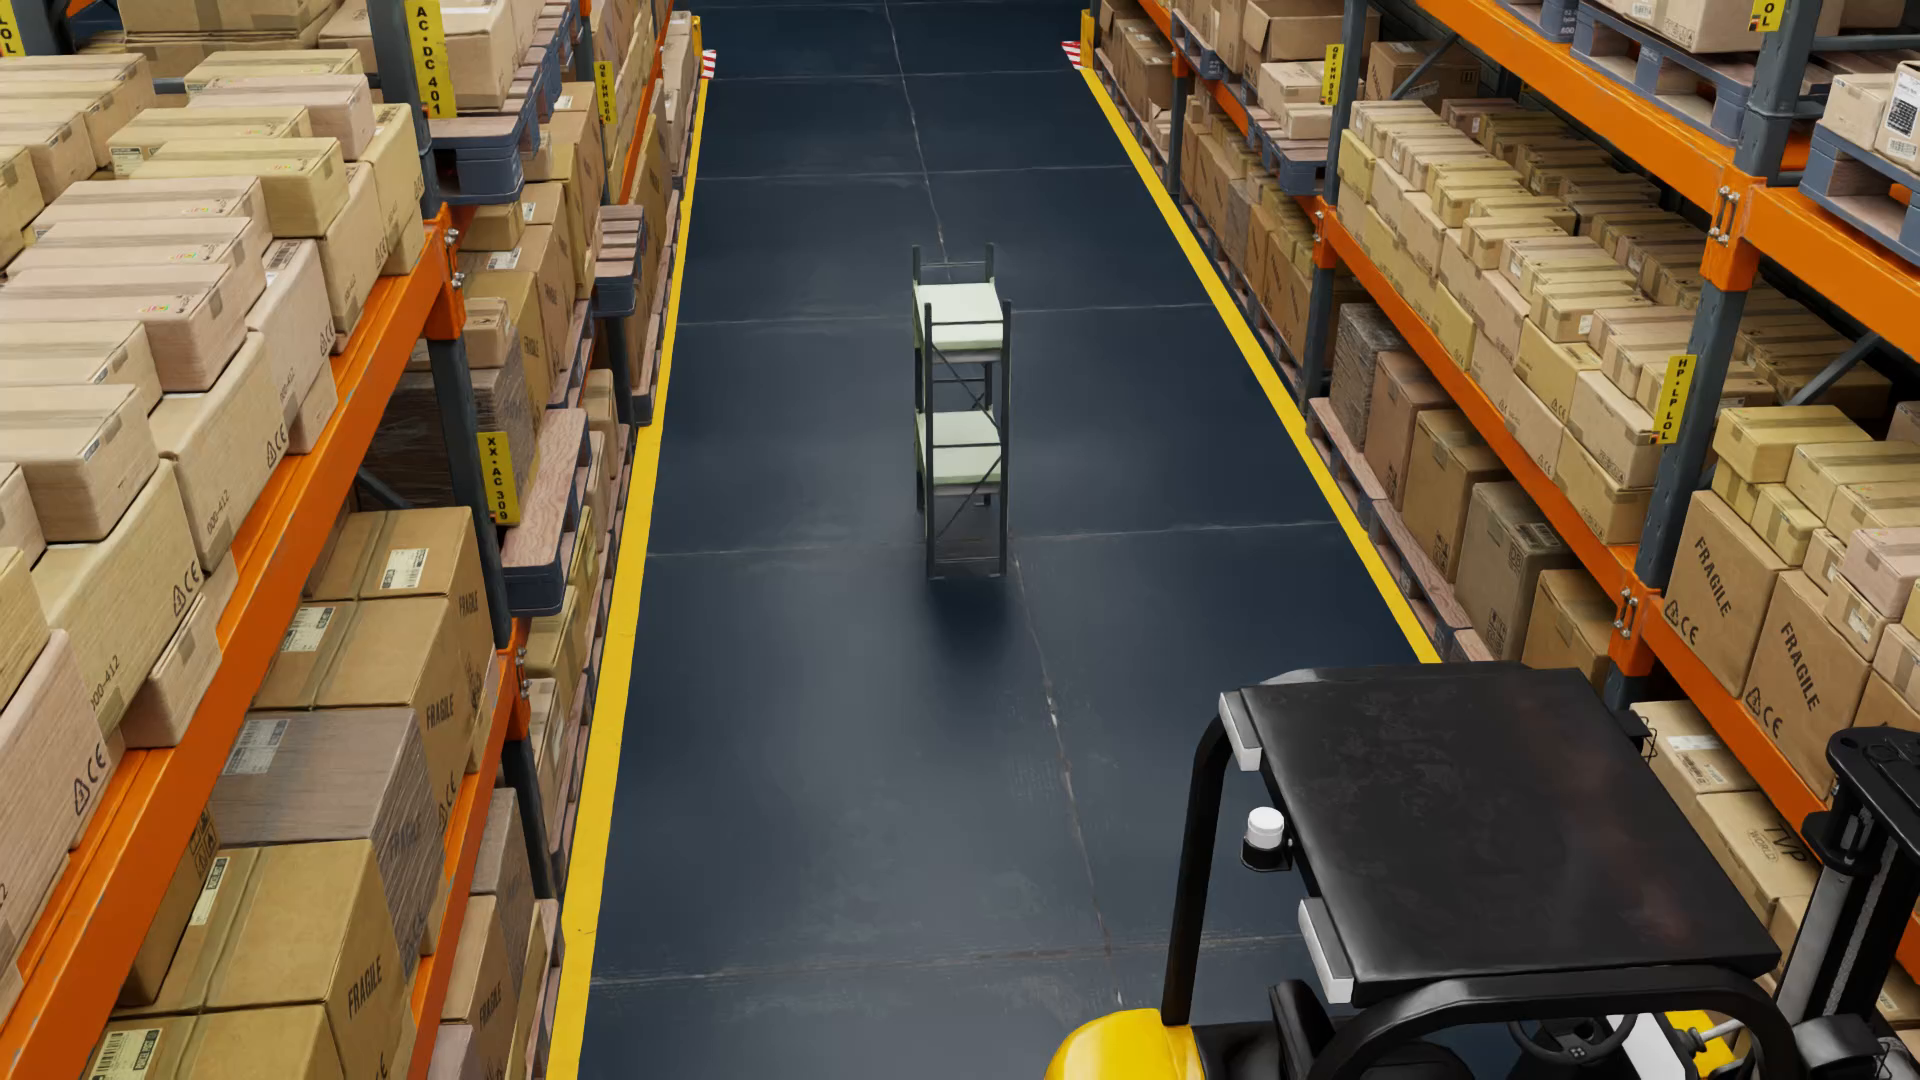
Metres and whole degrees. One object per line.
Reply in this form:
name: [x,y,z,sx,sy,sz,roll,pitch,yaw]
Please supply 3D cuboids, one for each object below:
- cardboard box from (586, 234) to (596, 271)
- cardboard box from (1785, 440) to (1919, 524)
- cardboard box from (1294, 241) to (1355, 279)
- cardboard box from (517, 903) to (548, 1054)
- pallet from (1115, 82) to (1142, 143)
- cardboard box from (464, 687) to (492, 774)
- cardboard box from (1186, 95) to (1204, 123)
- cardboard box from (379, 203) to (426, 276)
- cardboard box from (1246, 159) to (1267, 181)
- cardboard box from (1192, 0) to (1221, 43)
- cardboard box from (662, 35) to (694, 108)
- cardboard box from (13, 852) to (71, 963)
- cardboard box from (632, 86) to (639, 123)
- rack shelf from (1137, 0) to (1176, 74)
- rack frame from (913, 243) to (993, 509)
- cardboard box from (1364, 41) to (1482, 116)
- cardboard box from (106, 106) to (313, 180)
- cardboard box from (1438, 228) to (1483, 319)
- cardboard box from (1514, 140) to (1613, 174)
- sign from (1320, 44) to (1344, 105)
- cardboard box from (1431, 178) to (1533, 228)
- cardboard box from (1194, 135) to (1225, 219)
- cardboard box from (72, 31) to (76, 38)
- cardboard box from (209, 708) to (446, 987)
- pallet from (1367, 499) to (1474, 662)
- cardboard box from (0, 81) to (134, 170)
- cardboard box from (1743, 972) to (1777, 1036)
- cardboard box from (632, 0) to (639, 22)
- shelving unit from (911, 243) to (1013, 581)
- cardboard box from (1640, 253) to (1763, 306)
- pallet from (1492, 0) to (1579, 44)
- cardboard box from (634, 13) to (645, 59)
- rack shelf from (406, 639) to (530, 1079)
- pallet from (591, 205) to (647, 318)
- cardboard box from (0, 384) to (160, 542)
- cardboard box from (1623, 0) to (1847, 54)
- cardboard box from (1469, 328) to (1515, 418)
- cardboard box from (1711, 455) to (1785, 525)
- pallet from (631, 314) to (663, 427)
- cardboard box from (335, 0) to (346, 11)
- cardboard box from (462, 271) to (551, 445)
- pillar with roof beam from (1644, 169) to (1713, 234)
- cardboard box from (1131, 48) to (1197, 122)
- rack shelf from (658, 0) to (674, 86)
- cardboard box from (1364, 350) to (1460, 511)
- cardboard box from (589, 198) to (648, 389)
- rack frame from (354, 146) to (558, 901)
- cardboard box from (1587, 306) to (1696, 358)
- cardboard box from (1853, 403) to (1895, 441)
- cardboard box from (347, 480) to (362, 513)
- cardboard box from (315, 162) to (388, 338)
cardboard box: [-1.944,-1.366,7.948,0.380,0.149,0.250,-4,31,-7]
cardboard box: [2.792,-0.180,5.106,0.380,0.149,0.250,-2,31,-4]
cardboard box: [2.253,-1.704,10.073,0.380,0.149,0.250,-4,31,-7]
cardboard box: [-1.694,1.493,5.598,0.500,0.250,0.500,-1,31,-2]
pallet: [1.997,-3.898,15.071,1.003,0.211,1.213,-3,31,-5]
cardboard box: [-1.653,0.588,5.086,0.380,0.149,0.250,-2,31,-3]
cardboard box: [1.946,-3.310,12.762,0.380,0.149,0.250,-1,31,-2]
cardboard box: [-1.683,-0.830,4.534,0.380,0.149,0.250,-3,31,-4]
cardboard box: [2.185,-2.510,11.423,0.380,0.149,0.250,-3,31,-4]
cardboard box: [2.049,-3.822,11.716,0.700,0.500,0.500,-2,31,-4]
cardboard box: [-2.882,-4.204,14.953,0.875,0.438,0.875,-2,31,-3]
cardboard box: [-1.502,0.489,2.326,0.380,0.149,0.250,-3,31,-5]
cardboard box: [-2.344,-2.817,10.688,0.500,0.250,0.500,-3,31,-5]
rack shelf: [1.991,-4.833,14.617,1.077,0.370,4.000,-3,31,-5]
rack frame: [-0.034,-0.827,8.673,0.400,1.500,0.023,-3,31,-5]
cardboard box: [2.659,-2.572,9.624,0.500,0.500,0.500,-1,31,-2]
cardboard box: [-1.734,-0.901,3.876,0.380,0.149,0.250,-2,31,-3]
cardboard box: [2.499,-1.207,7.504,0.500,0.250,0.500,-2,31,-4]
cardboard box: [2.975,-1.858,8.205,0.380,0.149,0.250,-3,31,-6]
sign: [2.012,-2.511,8.976,0.100,0.325,0.005,-3,31,-5]
cardboard box: [2.419,-1.564,7.714,0.380,0.149,0.250,-2,31,-4]
cardboard box: [2.058,-2.699,12.371,0.500,0.500,0.500,-3,31,-5]
cardboard box: [-8.346,-4.562,15.253,0.380,0.149,0.250,-4,31,-7]
cardboard box: [-1.619,0.775,4.140,0.500,0.500,0.500,-2,31,-3]
pallet: [2.700,0.162,8.272,1.003,0.211,1.213,-3,31,-5]
cardboard box: [-2.259,-1.011,4.059,0.380,0.149,0.250,-2,31,-3]
cardboard box: [2.748,1.525,5.055,0.500,0.250,0.500,-3,31,-5]
cardboard box: [-2.389,-3.613,10.802,0.500,0.500,0.500,-2,31,-3]
shelving unit: [0.001,-0.640,8.360,0.431,1.500,0.755,-3,31,-5]
cardboard box: [3.068,-1.072,6.890,0.380,0.149,0.250,-3,31,-5]
pallet: [2.811,-2.372,7.055,1.003,0.211,1.213,-1,31,-2]
cardboard box: [-2.372,-3.299,11.006,0.500,0.250,0.500,-2,31,-3]
rack shelf: [-1.830,1.534,3.959,1.077,0.370,4.000,-3,31,-5]
pallet: [-2.217,-1.398,8.352,1.213,0.211,1.003,-3,31,-5]
cardboard box: [-1.485,-0.117,2.563,0.380,0.149,0.250,-2,31,-3]
cardboard box: [2.615,-1.867,5.605,0.500,0.311,0.500,-4,31,-6]
cardboard box: [2.549,-0.728,7.190,0.500,0.250,0.500,-3,31,-4]
cardboard box: [2.693,-0.182,5.400,0.380,0.149,0.250,-3,31,-5]
pallet: [-2.389,-1.048,10.298,1.003,0.211,1.213,-3,31,-5]
cardboard box: [-2.257,-1.750,5.566,0.500,0.250,0.500,-2,31,-4]
cardboard box: [-1.822,-0.656,6.126,0.500,0.500,0.500,-3,31,-4]
pillar with roof beam: [-0.715,-3.825,6.379,9.100,9.000,0.400,-3,31,-5]
cardboard box: [1.905,-3.985,14.524,0.700,0.500,0.500,-4,31,-6]
rack shelf: [-2.951,-4.593,14.216,1.077,0.370,4.000,-3,31,-5]
cardboard box: [2.665,-0.587,8.714,0.875,0.625,0.625,-2,31,-3]
cardboard box: [-2.372,-1.463,9.937,0.875,0.875,0.875,-3,31,-5]
rack frame: [-2.016,0.204,5.484,1.000,3.000,0.127,-3,31,-5]
cardboard box: [2.660,-0.780,6.400,0.380,0.149,0.250,-3,31,-5]
cardboard box: [3.133,-0.458,6.250,0.500,0.250,0.500,-3,31,-5]
cardboard box: [-2.288,-0.372,5.651,0.500,0.500,0.500,-3,31,-6]
cardboard box: [-1.659,-0.677,3.889,0.500,0.250,0.500,-3,31,-5]
